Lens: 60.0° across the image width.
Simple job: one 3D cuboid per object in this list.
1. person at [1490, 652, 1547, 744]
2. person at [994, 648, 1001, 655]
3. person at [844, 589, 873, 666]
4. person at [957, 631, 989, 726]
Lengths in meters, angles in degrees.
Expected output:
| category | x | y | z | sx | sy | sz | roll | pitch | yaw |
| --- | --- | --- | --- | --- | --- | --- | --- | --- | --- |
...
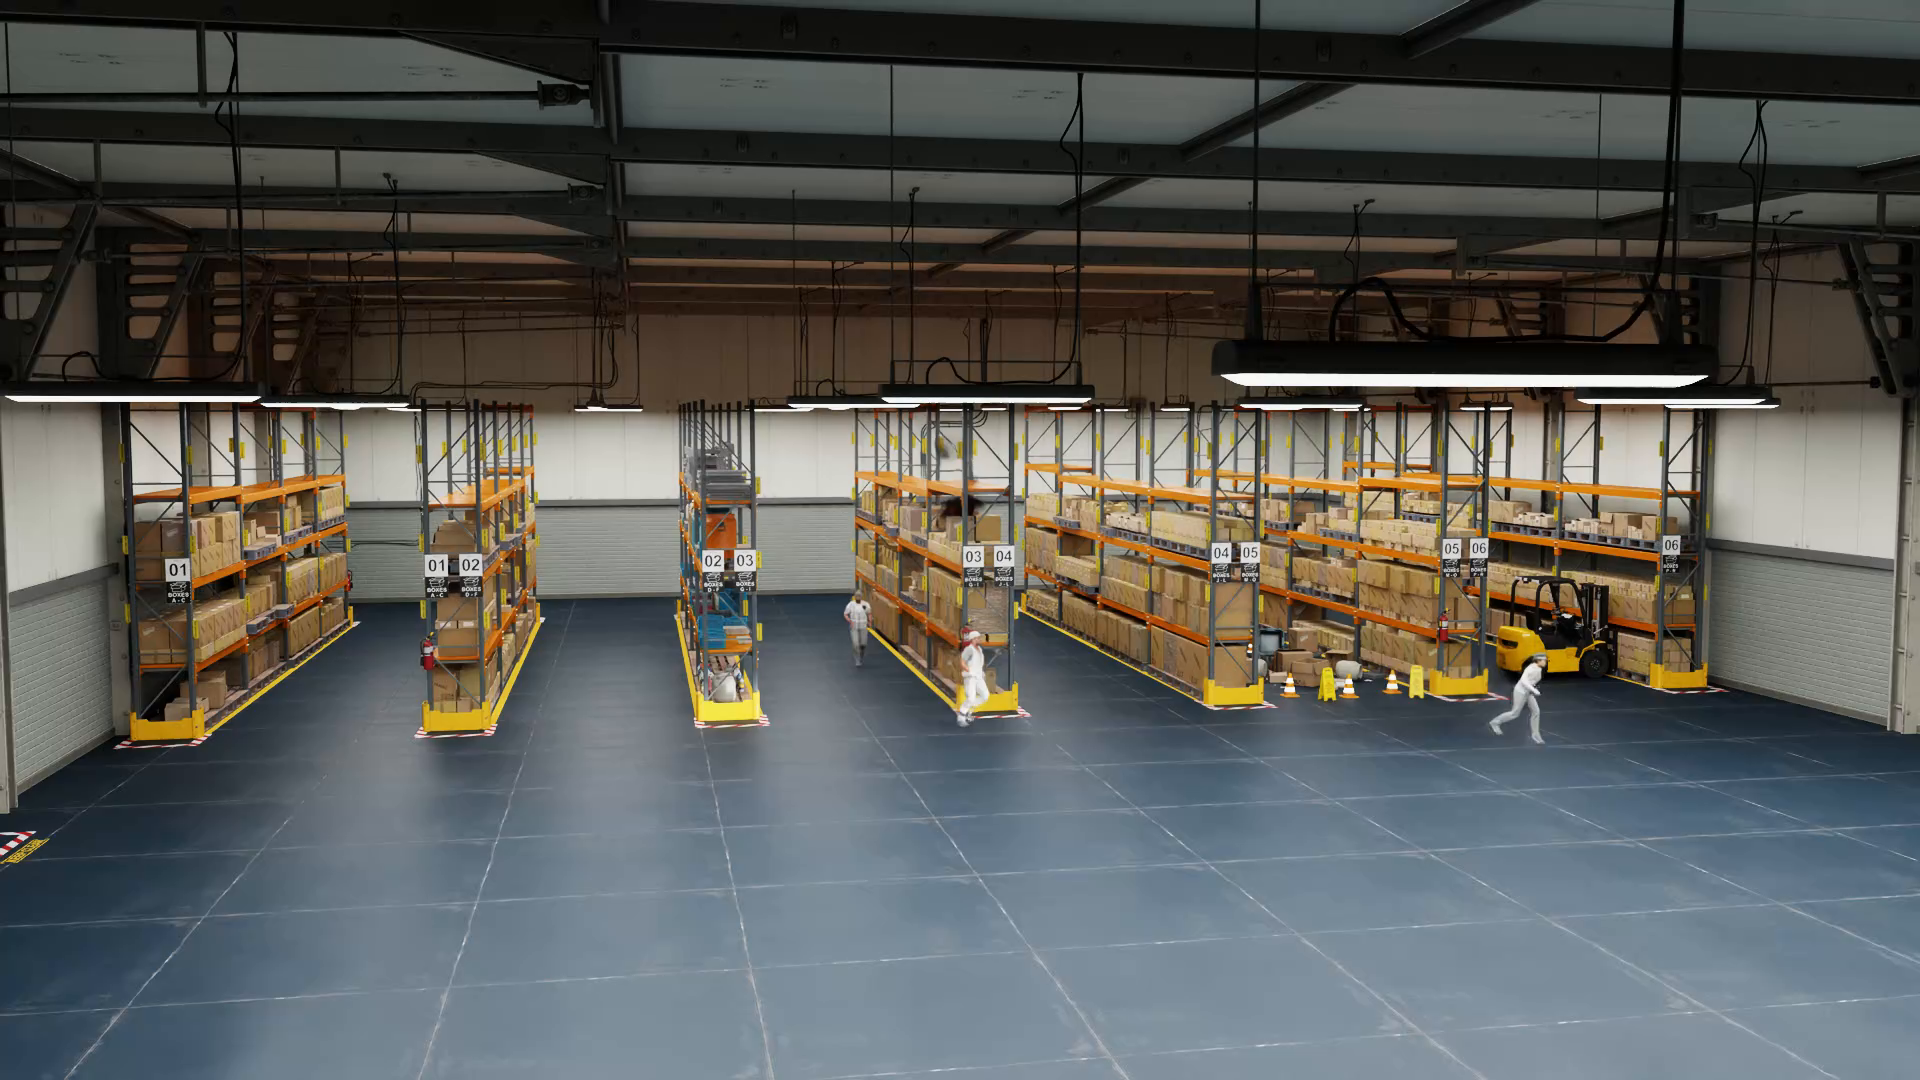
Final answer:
| category | x | y | z | sx | sy | sz | roll | pitch | yaw |
| --- | --- | --- | --- | --- | --- | --- | --- | --- | --- |
| person | 9.815 | 2.745 | 29.193 | 0.977 | 1.627 | 0.654 | 3 | 5 | 31 |
| person | 0.851 | 1.855 | 39.982 | 0.711 | 1.748 | 0.738 | -1 | 5 | -18 |
| person | -2.327 | 1.989 | 38.130 | 0.665 | 1.746 | 0.578 | -1 | 4 | -8 |
| person | 0.291 | 2.542 | 30.696 | 0.533 | 1.723 | 0.718 | 3 | 5 | 36 |
